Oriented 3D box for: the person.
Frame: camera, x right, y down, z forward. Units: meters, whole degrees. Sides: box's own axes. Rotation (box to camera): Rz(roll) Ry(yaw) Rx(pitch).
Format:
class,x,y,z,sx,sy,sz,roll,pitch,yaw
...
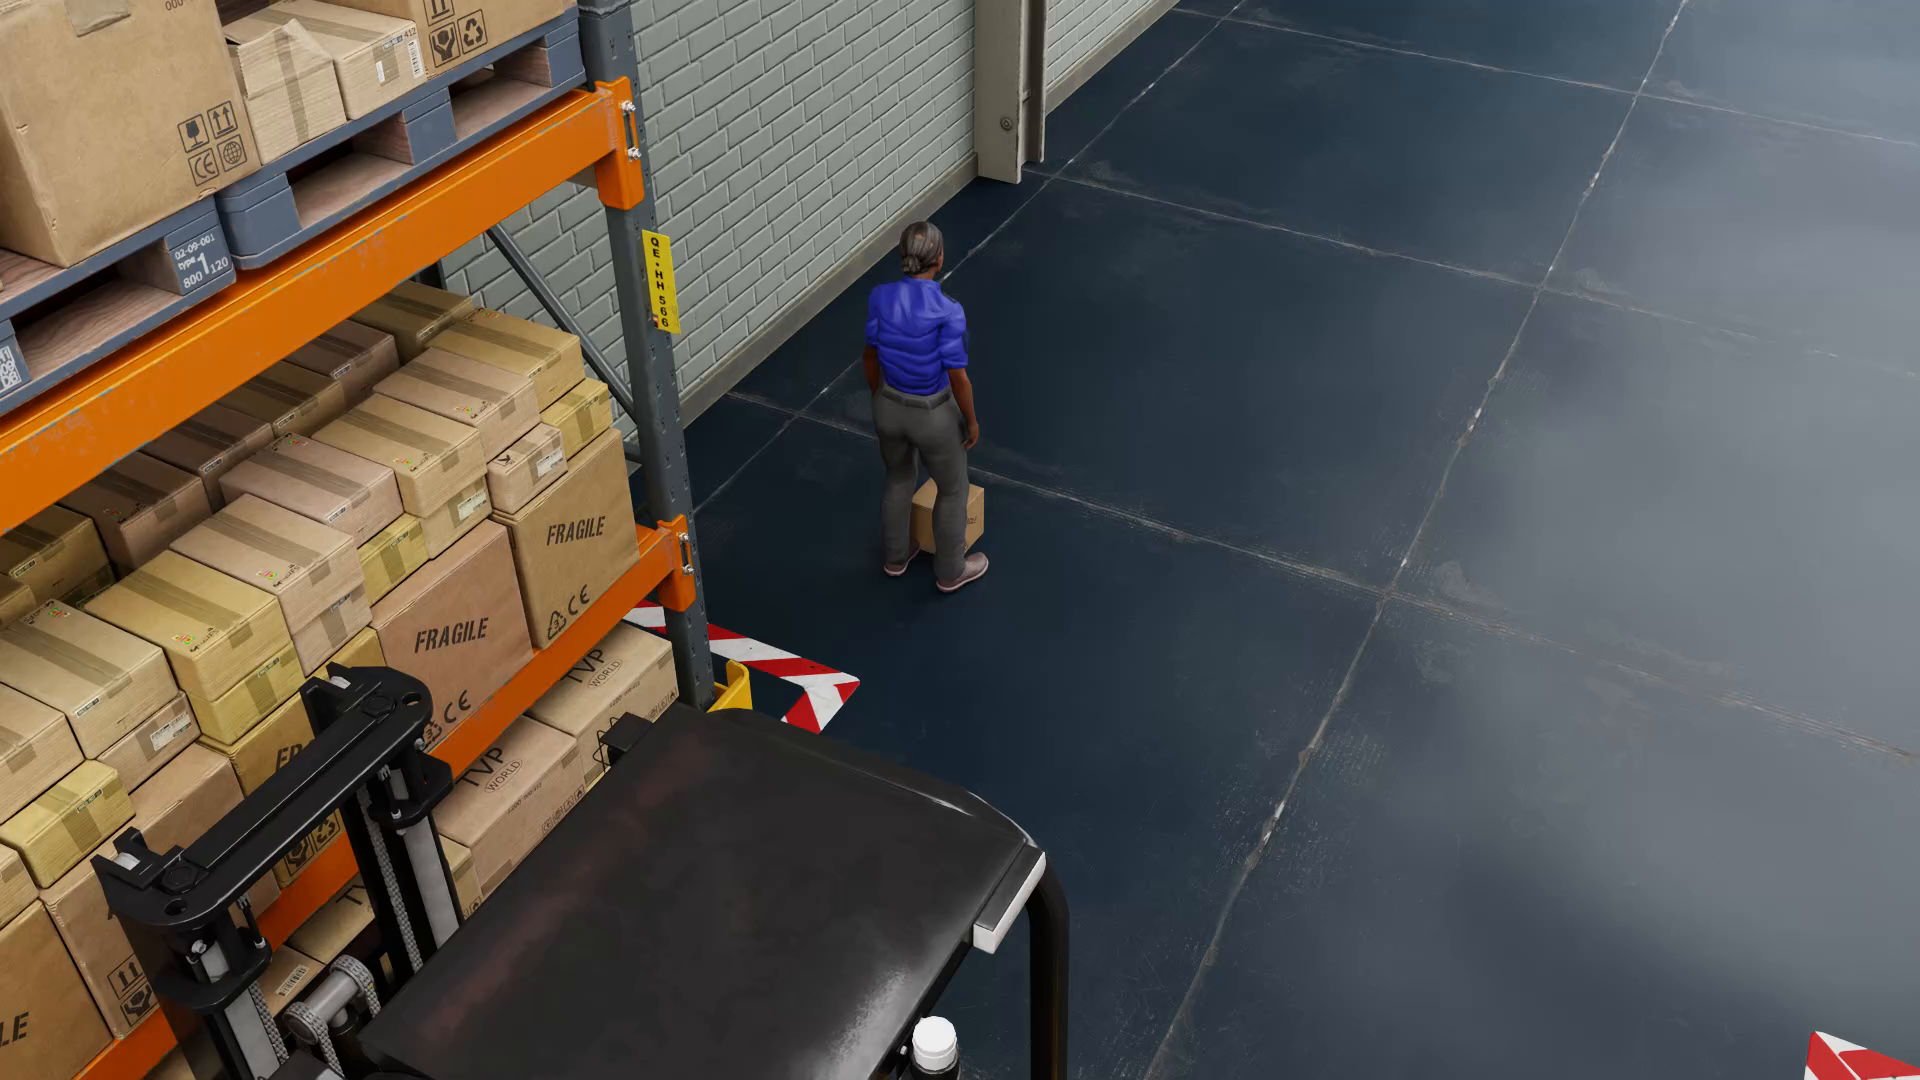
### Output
class,x,y,z,sx,sy,sz,roll,pitch,yaw
person,-0.155,-0.517,6.825,0.506,1.641,0.346,18,42,22
